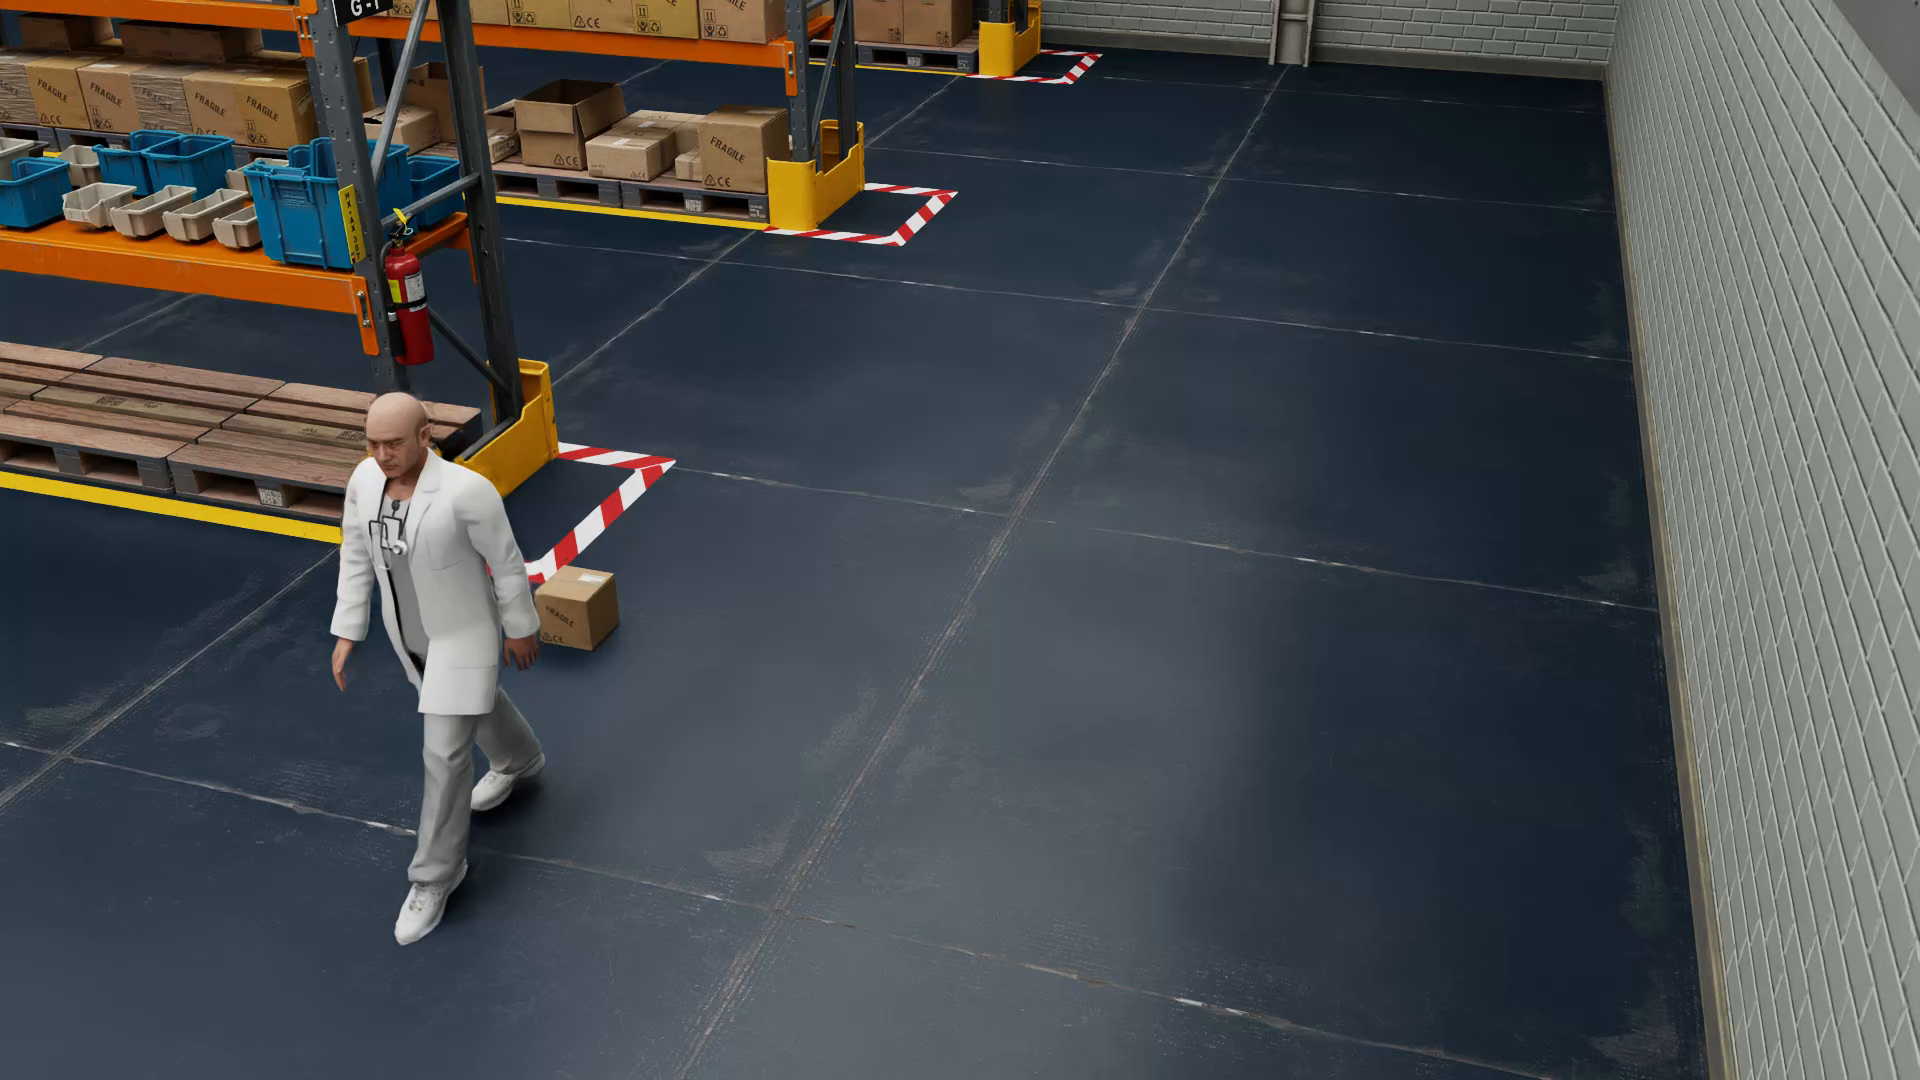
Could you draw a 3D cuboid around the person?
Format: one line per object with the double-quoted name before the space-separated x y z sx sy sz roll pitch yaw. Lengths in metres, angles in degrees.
"person" -1.749 0.343 5.536 0.604 1.791 0.977 13 31 22
